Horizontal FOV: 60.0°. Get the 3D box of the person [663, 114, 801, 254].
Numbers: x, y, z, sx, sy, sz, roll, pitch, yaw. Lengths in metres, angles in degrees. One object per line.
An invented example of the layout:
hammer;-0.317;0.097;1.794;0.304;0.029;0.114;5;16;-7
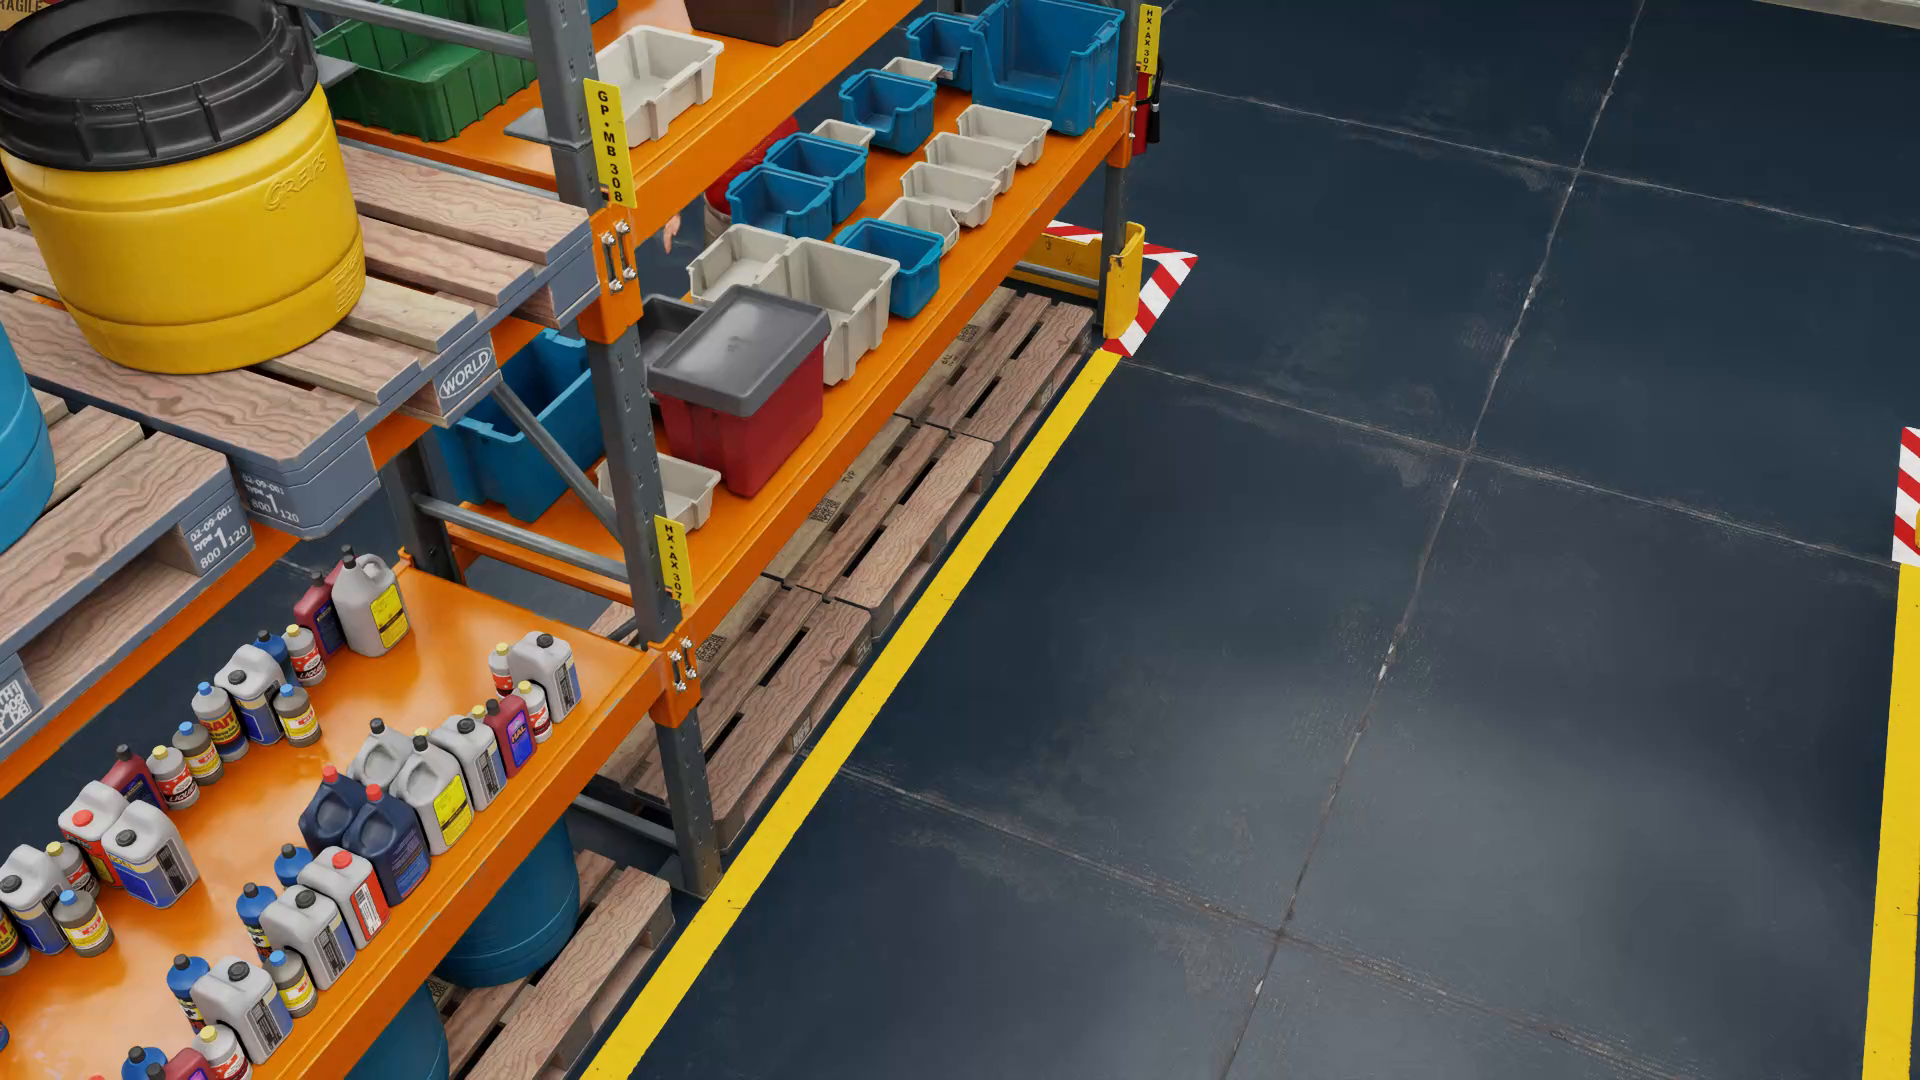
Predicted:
person;-0.966;-1.468;7.801;0.803;1.697;0.799;0;42;0
